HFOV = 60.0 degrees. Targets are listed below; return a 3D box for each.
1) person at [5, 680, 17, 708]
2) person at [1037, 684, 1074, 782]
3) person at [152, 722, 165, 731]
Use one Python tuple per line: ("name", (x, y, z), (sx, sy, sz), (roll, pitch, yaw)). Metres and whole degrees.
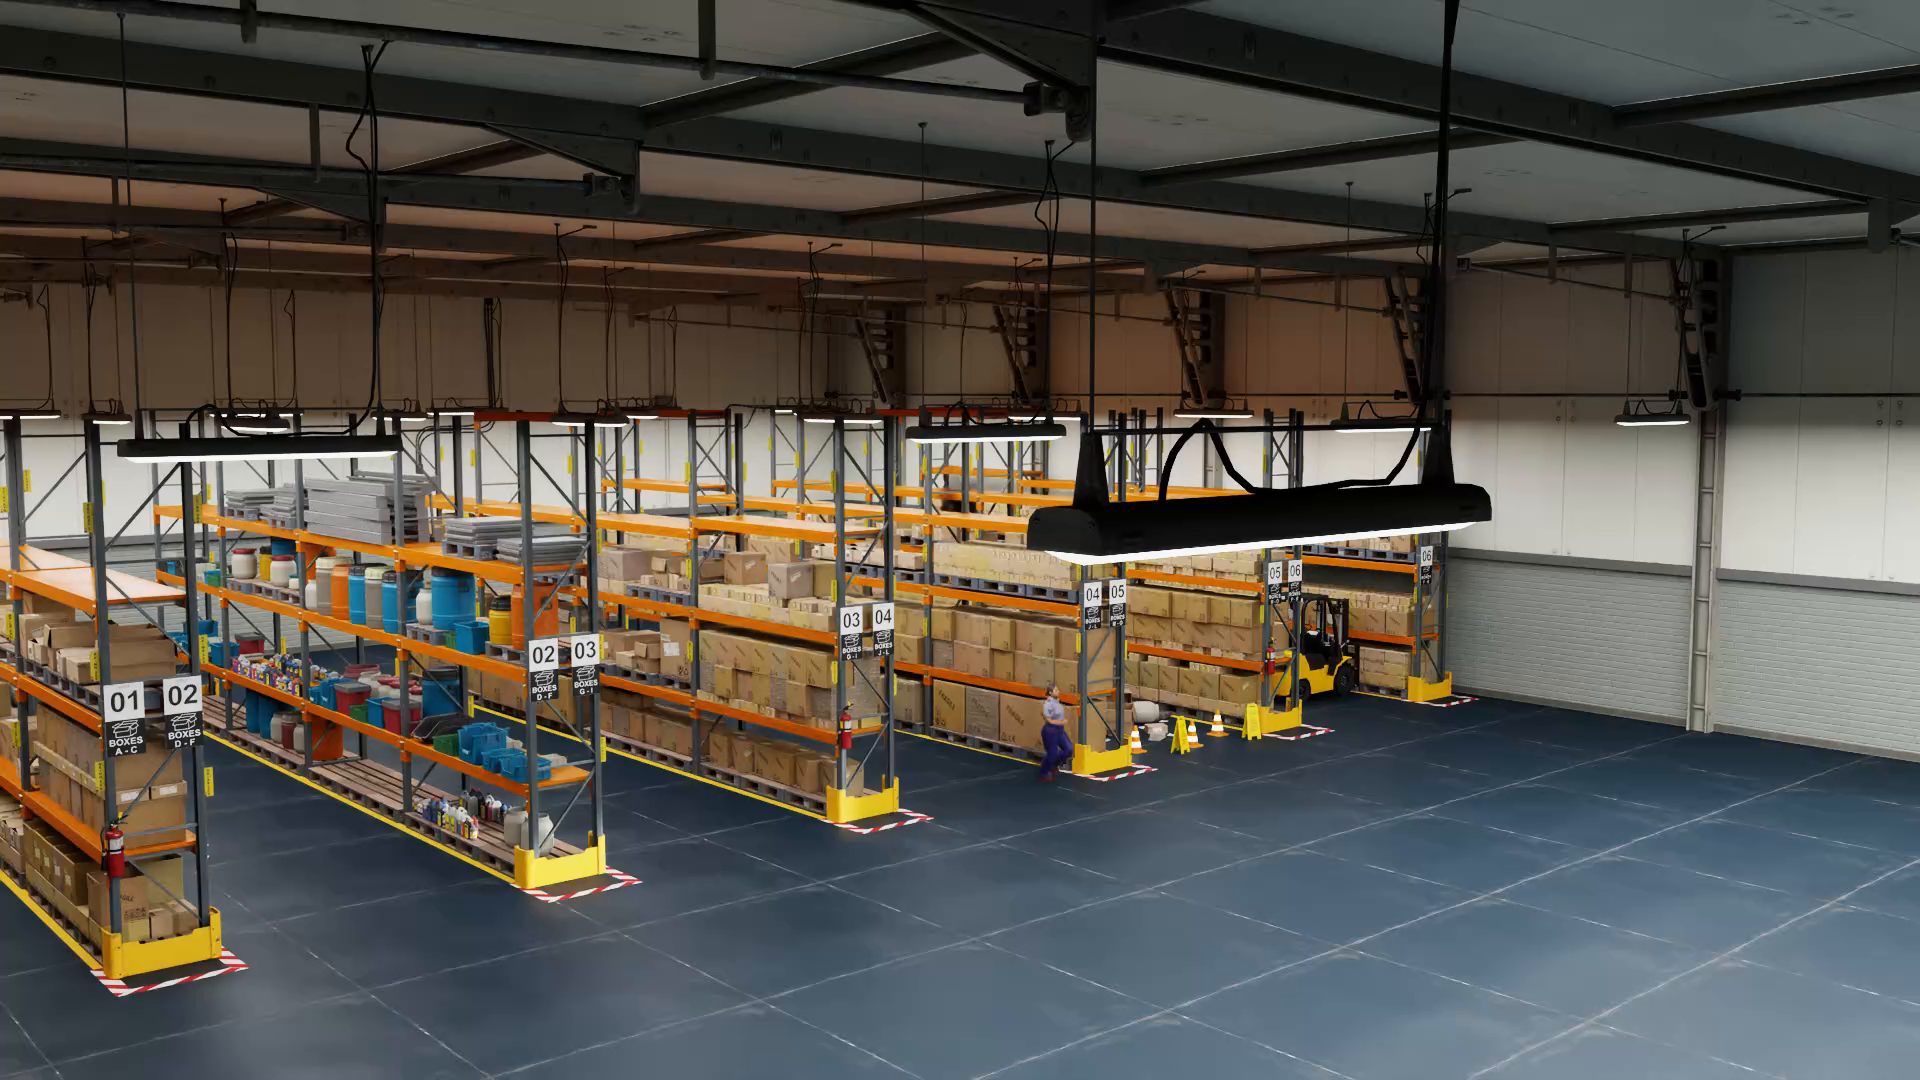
("person", (-18.114, 2.761, 31.494), (0.537, 1.590, 0.584), (3, 6, 32))
("person", (1.560, 3.141, 27.090), (0.601, 1.612, 0.589), (2, 6, 26))
("person", (-13.233, 3.066, 27.606), (0.657, 1.677, 0.617), (-5, 7, -44))
